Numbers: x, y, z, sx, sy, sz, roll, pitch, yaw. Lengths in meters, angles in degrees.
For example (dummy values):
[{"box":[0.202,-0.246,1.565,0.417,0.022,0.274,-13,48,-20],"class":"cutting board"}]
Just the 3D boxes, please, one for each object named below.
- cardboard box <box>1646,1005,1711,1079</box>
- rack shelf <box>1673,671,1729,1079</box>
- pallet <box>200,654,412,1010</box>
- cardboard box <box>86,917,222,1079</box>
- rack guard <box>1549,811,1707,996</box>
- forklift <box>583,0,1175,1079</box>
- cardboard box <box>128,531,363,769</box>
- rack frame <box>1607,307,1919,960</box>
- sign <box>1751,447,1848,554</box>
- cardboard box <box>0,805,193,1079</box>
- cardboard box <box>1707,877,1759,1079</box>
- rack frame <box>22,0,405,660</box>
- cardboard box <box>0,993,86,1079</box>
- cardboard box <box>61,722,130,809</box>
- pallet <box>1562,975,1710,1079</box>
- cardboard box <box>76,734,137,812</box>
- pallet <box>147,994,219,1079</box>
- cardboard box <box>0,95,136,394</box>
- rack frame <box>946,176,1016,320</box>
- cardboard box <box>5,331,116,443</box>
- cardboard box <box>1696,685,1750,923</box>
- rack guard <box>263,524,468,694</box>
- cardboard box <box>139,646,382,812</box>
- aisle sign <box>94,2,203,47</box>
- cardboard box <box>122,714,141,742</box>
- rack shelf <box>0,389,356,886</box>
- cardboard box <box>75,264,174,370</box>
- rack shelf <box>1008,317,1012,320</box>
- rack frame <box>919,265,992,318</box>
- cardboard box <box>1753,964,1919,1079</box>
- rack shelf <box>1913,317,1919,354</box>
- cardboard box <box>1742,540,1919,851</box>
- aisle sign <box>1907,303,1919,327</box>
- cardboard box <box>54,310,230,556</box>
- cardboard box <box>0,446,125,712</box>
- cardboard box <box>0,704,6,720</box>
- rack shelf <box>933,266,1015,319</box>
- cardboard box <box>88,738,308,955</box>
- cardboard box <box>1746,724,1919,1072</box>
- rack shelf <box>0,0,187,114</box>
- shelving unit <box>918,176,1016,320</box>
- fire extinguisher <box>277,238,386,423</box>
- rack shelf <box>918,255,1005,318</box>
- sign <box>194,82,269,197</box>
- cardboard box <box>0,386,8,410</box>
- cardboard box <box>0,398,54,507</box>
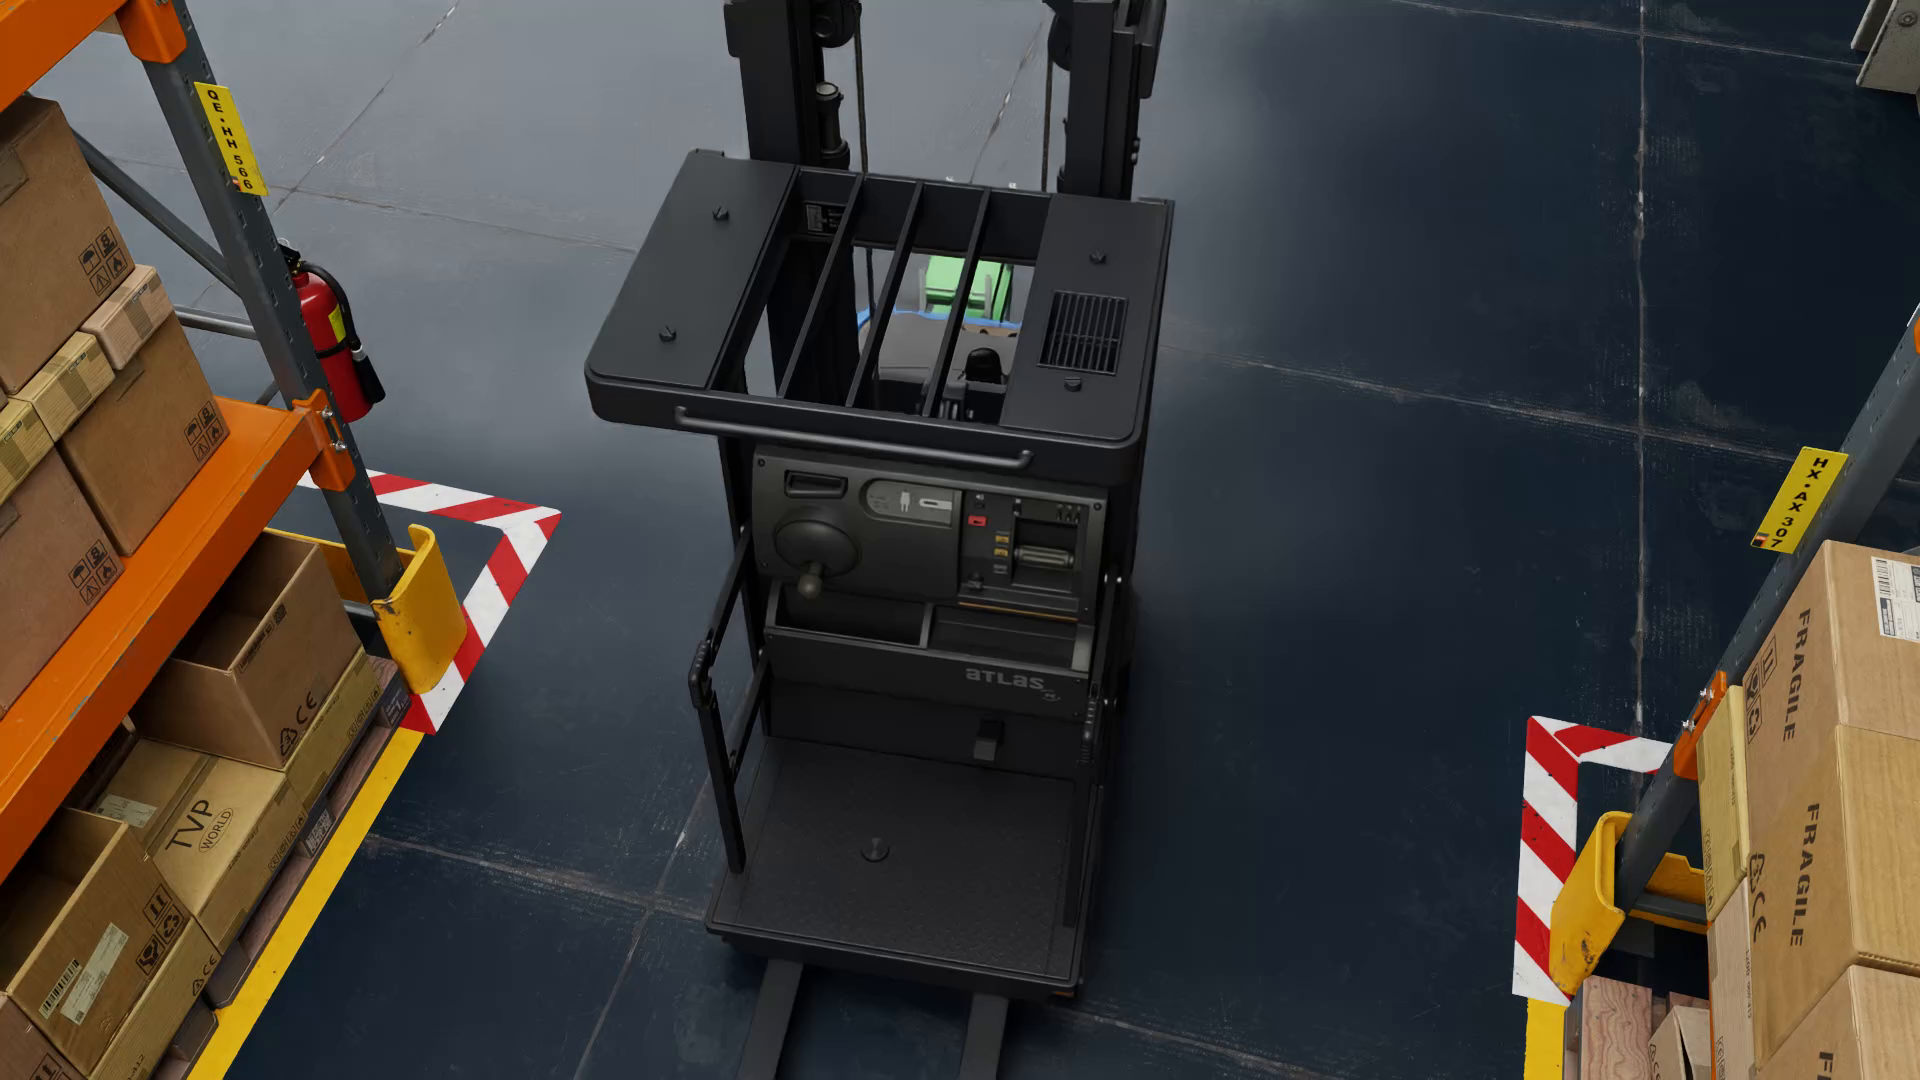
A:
[{"box":[2.146,1.535,4.395,0.500,0.311,0.500,7,49,6],"class":"cardboard box"},{"box":[1.889,1.992,2.971,1.077,0.370,4.000,12,50,10],"class":"rack shelf"},{"box":[-2.526,0.817,5.388,1.003,0.211,1.213,12,50,10],"class":"pallet"},{"box":[-2.471,1.276,4.677,0.500,0.250,0.500,12,50,10],"class":"cardboard box"},{"box":[2.395,1.190,4.866,1.175,0.500,0.348,12,50,10],"class":"rack guard"},{"box":[-0.123,0.101,4.206,1.130,2.935,3.031,8,49,7],"class":"forklift"},{"box":[-2.219,0.302,5.036,0.500,0.500,0.500,12,50,10],"class":"cardboard box"},{"box":[2.415,0.308,3.978,1.000,3.000,0.127,12,50,10],"class":"rack frame"},{"box":[1.892,-0.086,3.748,0.100,0.325,0.005,12,50,10],"class":"sign"},{"box":[-2.468,1.028,4.395,0.500,0.500,0.500,12,50,10],"class":"cardboard box"},{"box":[1.857,1.019,3.436,0.500,0.250,0.500,10,49,9],"class":"cardboard box"},{"box":[-2.365,-0.667,4.838,1.000,3.000,0.127,12,50,10],"class":"rack frame"},{"box":[-2.601,1.390,4.076,0.500,0.500,0.500,12,50,10],"class":"cardboard box"},{"box":[-2.850,0.562,4.807,0.500,0.500,0.500,12,50,10],"class":"cardboard box"},{"box":[2.147,1.866,4.462,1.003,0.211,1.213,12,50,10],"class":"pallet"},{"box":[-2.849,0.810,5.088,0.500,0.250,0.500,12,50,10],"class":"cardboard box"},{"box":[-2.849,1.697,4.612,1.003,0.211,1.213,12,50,10],"class":"pallet"},{"box":[-2.514,-0.756,3.985,0.700,0.500,0.500,12,50,10],"class":"cardboard box"},{"box":[0.072,-0.842,6.192,0.240,1.200,0.015,8,49,7],"class":"rack frame"},{"box":[-2.349,-0.411,4.113,0.380,0.149,0.250,13,50,11],"class":"cardboard box"},{"box":[1.980,0.641,3.770,0.500,0.250,0.500,10,49,9],"class":"cardboard box"},{"box":[-2.359,0.143,5.791,1.175,0.500,0.348,12,50,10],"class":"rack guard"},{"box":[-2.221,0.550,5.318,0.500,0.250,0.500,12,50,10],"class":"cardboard box"},{"box":[-2.064,-1.517,3.854,0.394,0.787,0.004,12,50,10],"class":"aisle sign"},{"box":[-2.721,0.448,5.408,0.500,0.250,0.500,12,50,10],"class":"cardboard box"},{"box":[-2.891,1.018,3.831,1.077,0.370,4.000,12,50,10],"class":"rack shelf"},{"box":[-2.282,-0.601,4.280,0.380,0.149,0.250,11,49,9],"class":"cardboard box"},{"box":[0.029,-0.619,6.081,0.258,0.148,0.480,8,49,7],"class":"rack shelf"},{"box":[-0.014,-0.481,5.875,0.240,1.200,0.015,8,49,7],"class":"rack frame"},{"box":[1.718,1.117,2.850,0.500,0.500,0.500,10,49,9],"class":"cardboard box"},{"box":[1.889,1.000,1.846,1.077,0.370,4.000,12,50,10],"class":"rack shelf"},{"box":[2.000,0.389,3.493,0.500,0.500,0.500,12,50,10],"class":"cardboard box"},{"box":[2.145,-0.664,3.101,0.394,0.787,0.004,12,50,10],"class":"aisle sign"},{"box":[-2.500,-0.365,4.505,0.700,0.500,0.500,12,50,10],"class":"cardboard box"},{"box":[-2.634,0.016,4.169,0.700,0.500,0.500,13,50,11],"class":"cardboard box"},{"box":[-2.770,0.374,3.853,0.700,0.500,0.500,12,50,10],"class":"cardboard box"},{"box":[0.029,-0.778,5.901,0.258,0.148,0.480,8,49,7],"class":"rack shelf"},{"box":[-2.341,0.914,4.997,0.500,0.250,0.500,12,50,10],"class":"cardboard box"},{"box":[1.860,0.744,3.179,0.500,0.500,0.500,12,50,10],"class":"cardboard box"},{"box":[-2.891,0.025,2.706,1.077,0.370,4.000,12,50,10],"class":"rack shelf"},{"box":[0.029,-0.661,6.034,0.258,1.200,0.503,8,49,7],"class":"shelving unit"},{"box":[-1.886,-0.635,4.862,0.296,0.674,0.183,12,50,10],"class":"fire extinguisher"},{"box":[0.029,-0.937,5.722,0.258,0.148,0.480,8,49,7],"class":"rack shelf"},{"box":[-1.845,-1.012,4.212,0.100,0.325,0.005,12,50,10],"class":"sign"},{"box":[-2.647,-0.375,3.648,0.700,0.500,0.500,10,49,9],"class":"cardboard box"},{"box":[-2.416,-0.226,3.950,0.380,0.149,0.250,11,49,9],"class":"cardboard box"}]
